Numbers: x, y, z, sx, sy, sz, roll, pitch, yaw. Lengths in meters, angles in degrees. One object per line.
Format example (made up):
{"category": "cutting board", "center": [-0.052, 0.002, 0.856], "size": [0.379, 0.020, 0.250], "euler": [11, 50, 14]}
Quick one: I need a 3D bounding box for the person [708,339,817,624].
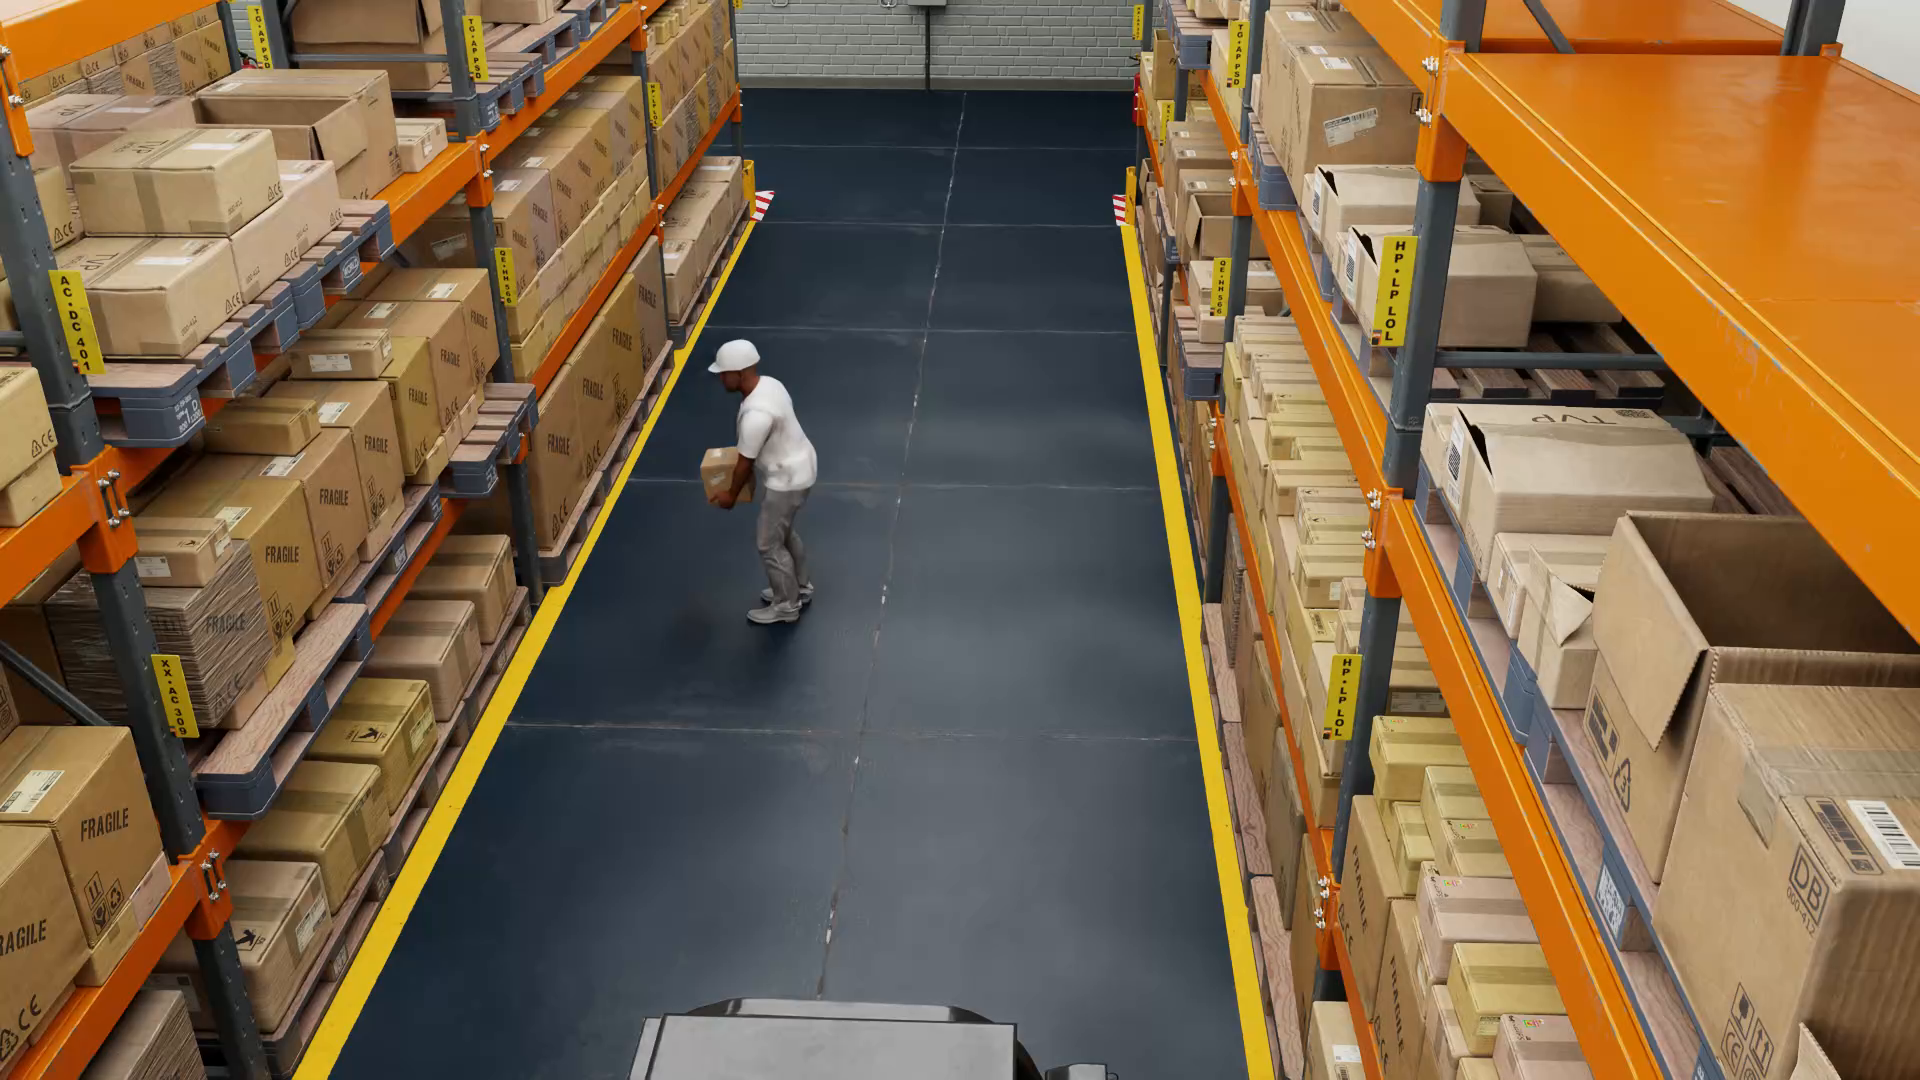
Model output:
{"category": "person", "center": [-1.121, -0.334, 9.512], "size": [0.610, 1.718, 0.498], "euler": [0, 28, 1]}
